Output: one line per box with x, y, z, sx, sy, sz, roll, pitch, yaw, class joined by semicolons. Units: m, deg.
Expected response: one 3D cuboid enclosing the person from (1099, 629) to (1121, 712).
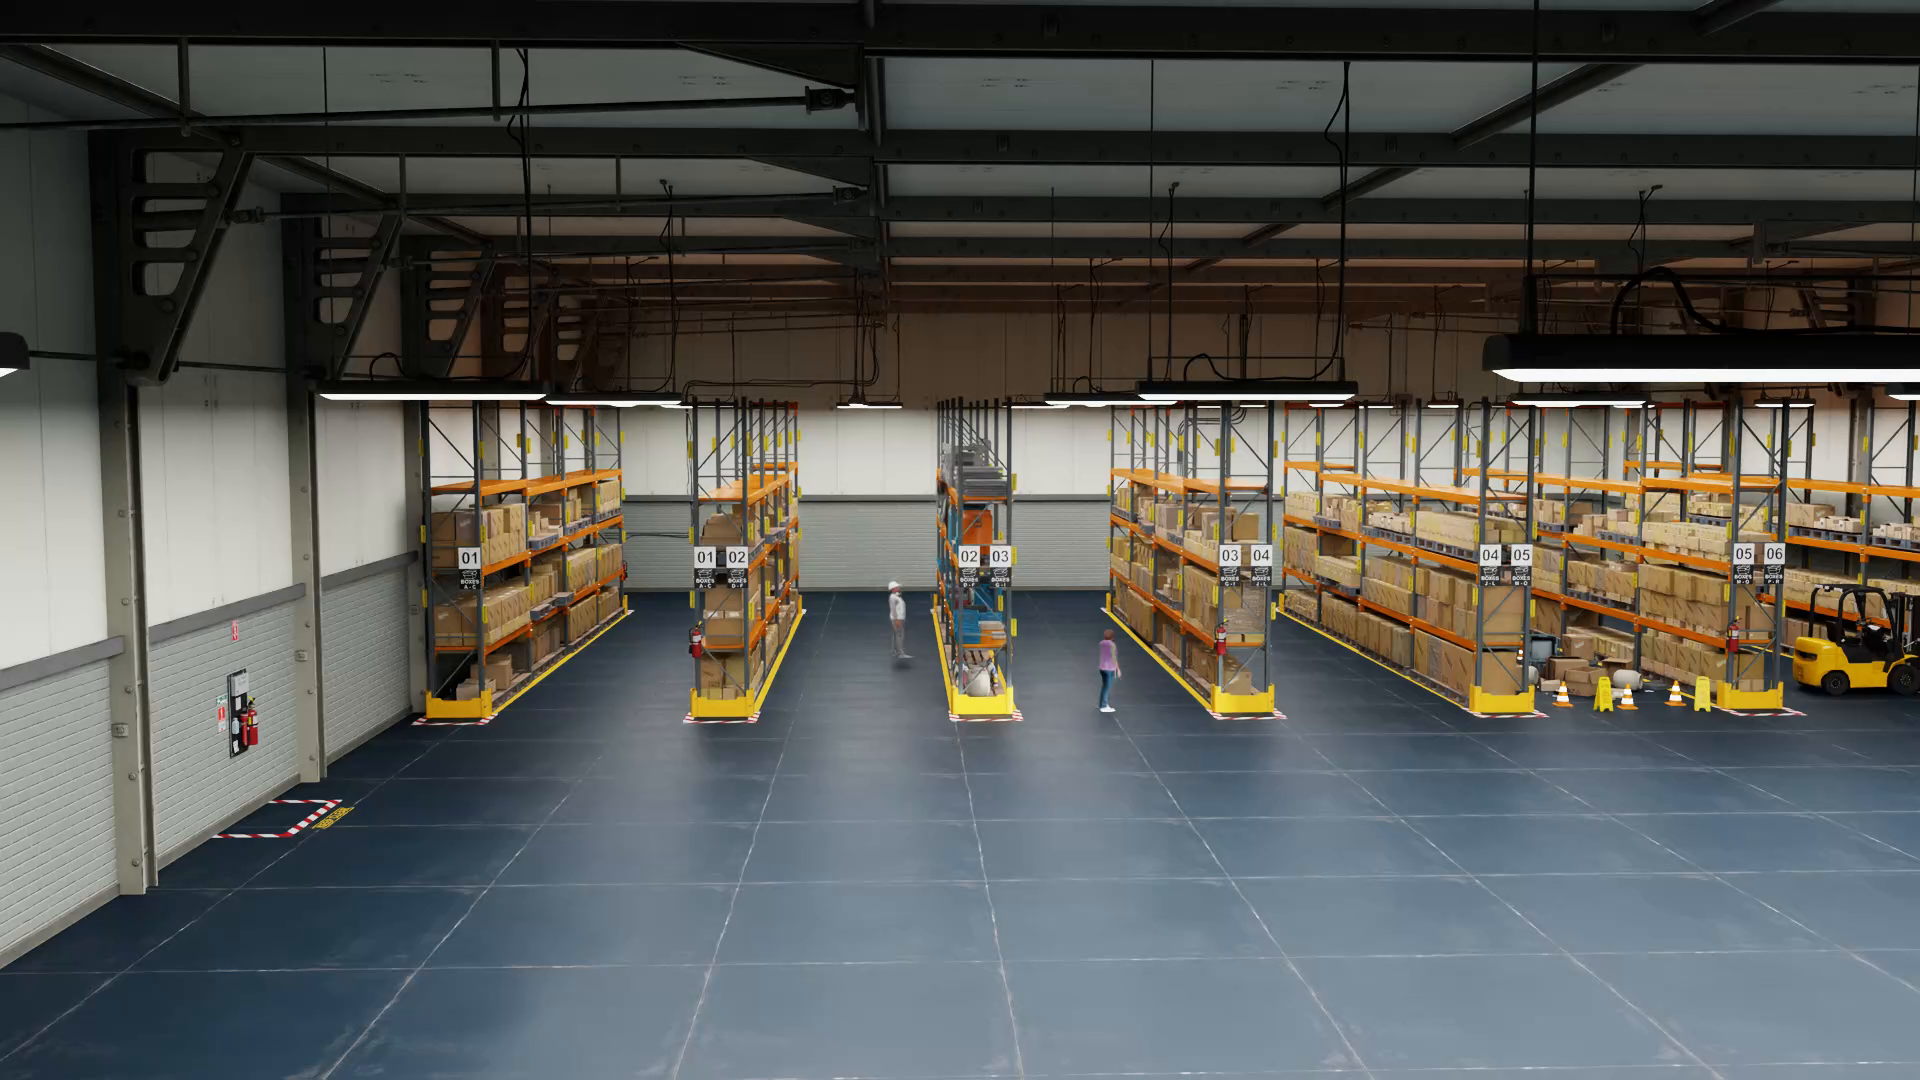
2.860;2.499;31.716;0.424;1.619;0.516;-2;5;-27;person

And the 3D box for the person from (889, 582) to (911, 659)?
-1.398;1.849;38.612;0.502;1.759;0.568;0;4;-1;person

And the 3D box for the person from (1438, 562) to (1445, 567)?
12.990;1.346;45.131;0.522;1.793;0.609;1;5;12;person
